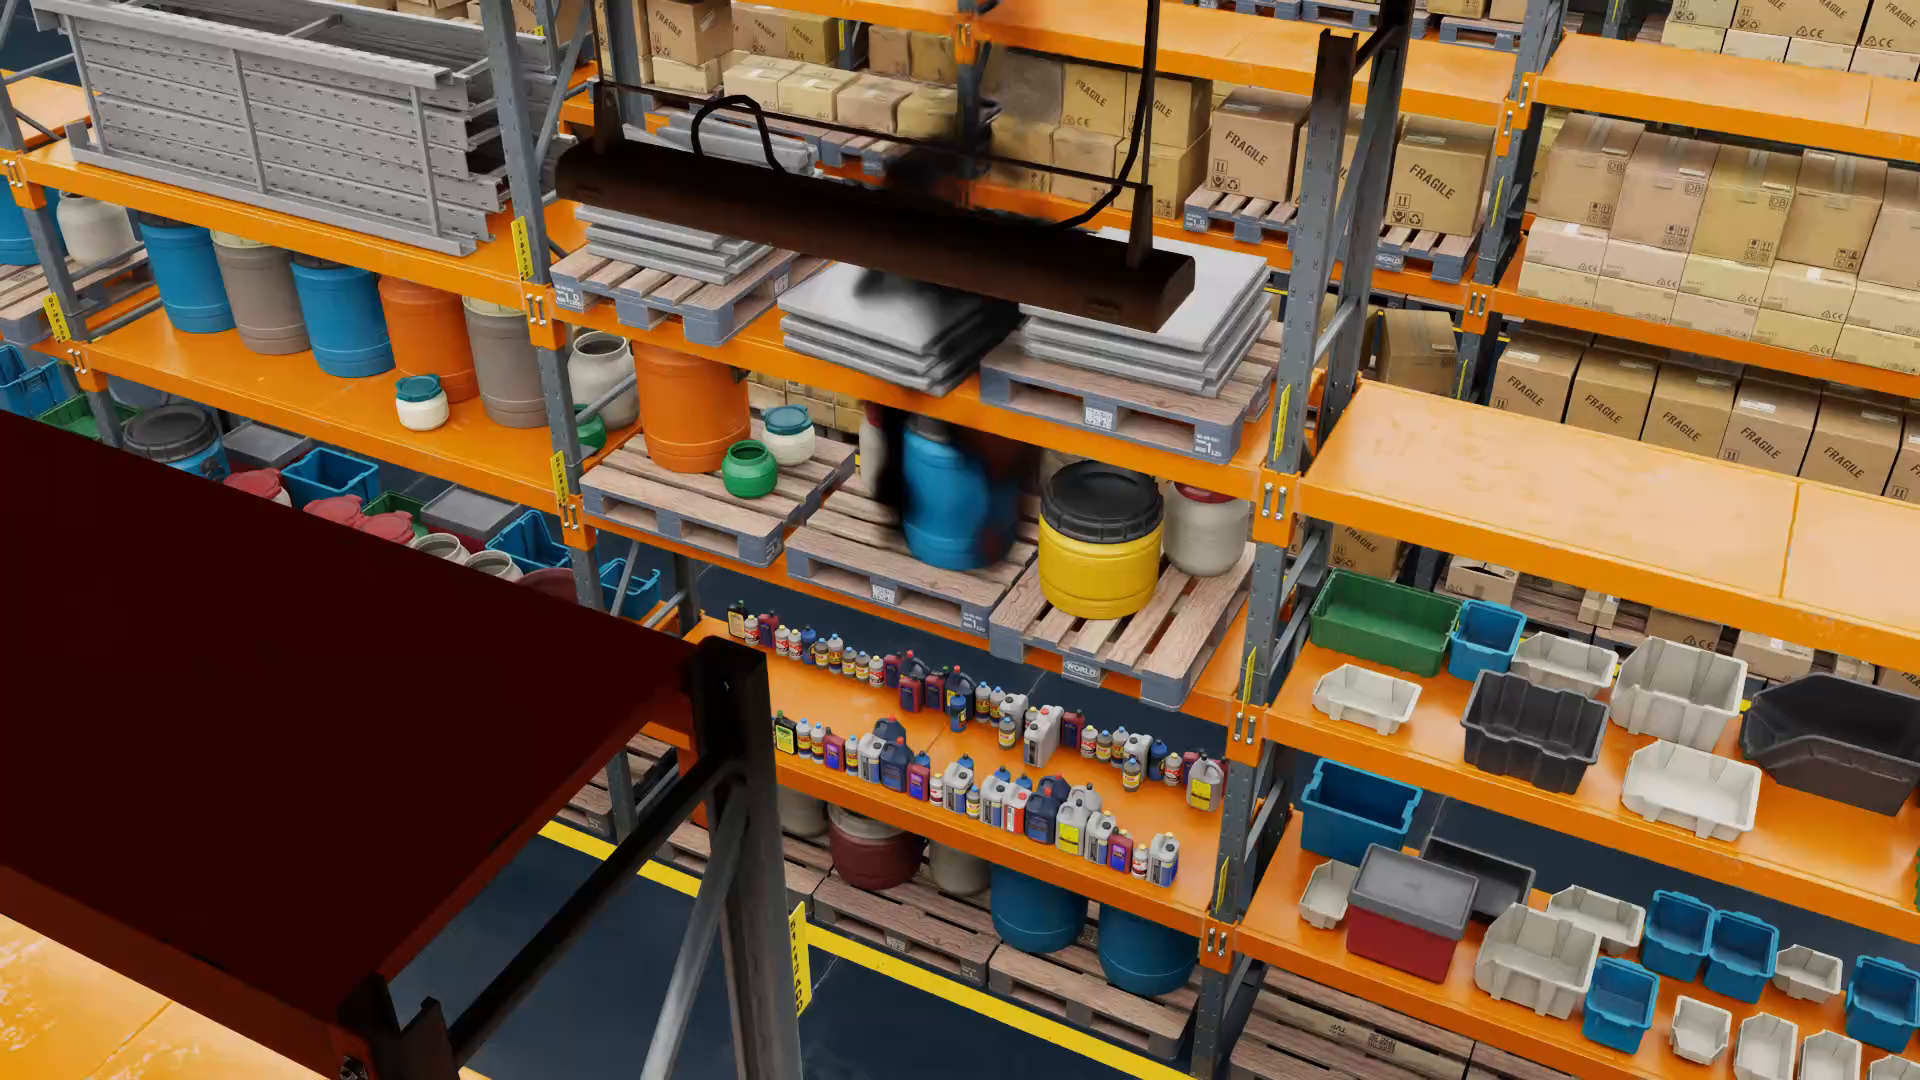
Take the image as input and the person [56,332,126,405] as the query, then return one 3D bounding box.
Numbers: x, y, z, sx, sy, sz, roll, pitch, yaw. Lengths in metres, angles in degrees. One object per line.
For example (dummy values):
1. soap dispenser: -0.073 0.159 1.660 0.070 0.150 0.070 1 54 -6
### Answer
1. person: -7.801 -1.640 14.723 0.570 1.774 0.733 12 37 16
